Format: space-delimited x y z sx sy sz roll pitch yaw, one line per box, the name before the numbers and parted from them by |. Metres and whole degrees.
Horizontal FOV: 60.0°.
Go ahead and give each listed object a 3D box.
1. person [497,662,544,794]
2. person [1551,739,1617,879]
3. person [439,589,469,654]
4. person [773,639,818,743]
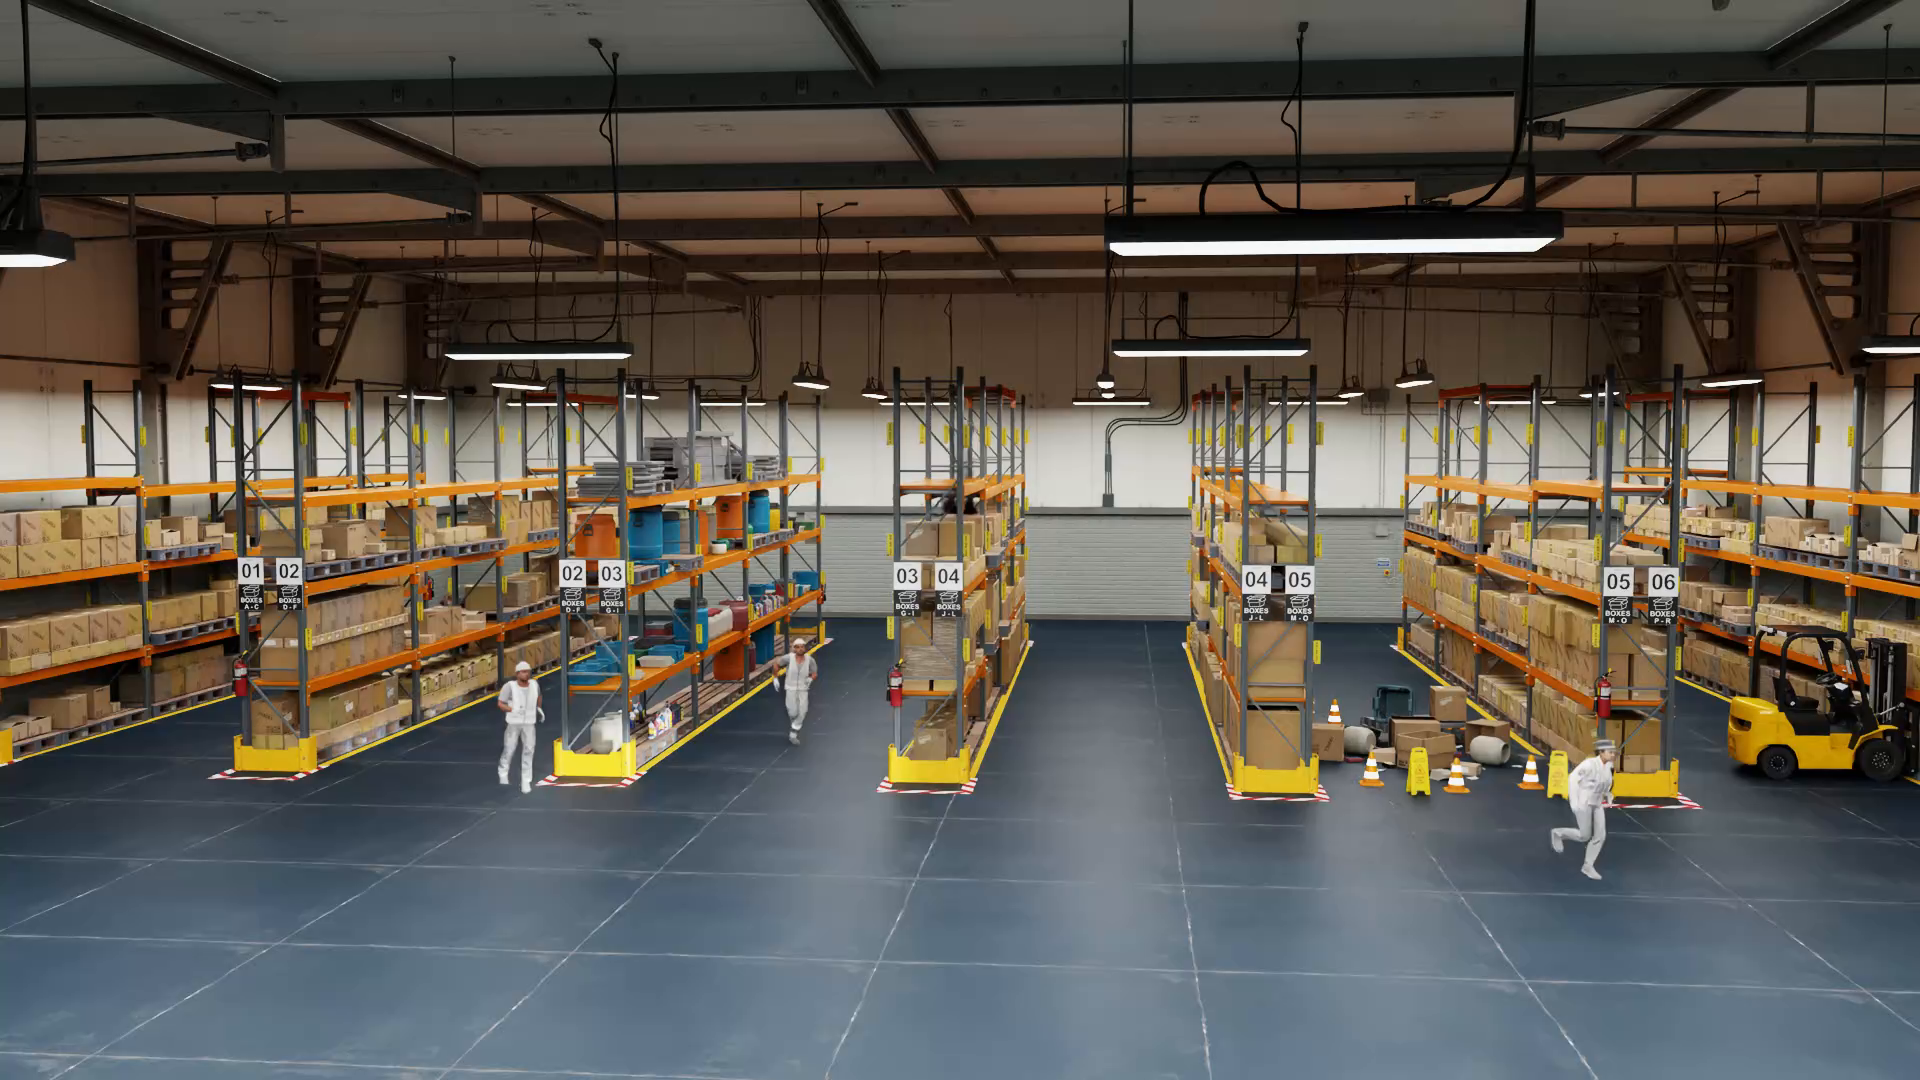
person | -6.228 2.637 23.638 0.712 1.826 0.791 -2 4 -32
person | 7.164 3.036 19.087 0.615 1.628 0.809 -3 4 -35
person | -11.067 1.895 36.519 0.687 1.714 0.923 1 4 8
person | -2.660 2.463 27.052 0.710 1.729 0.663 -1 4 -13
